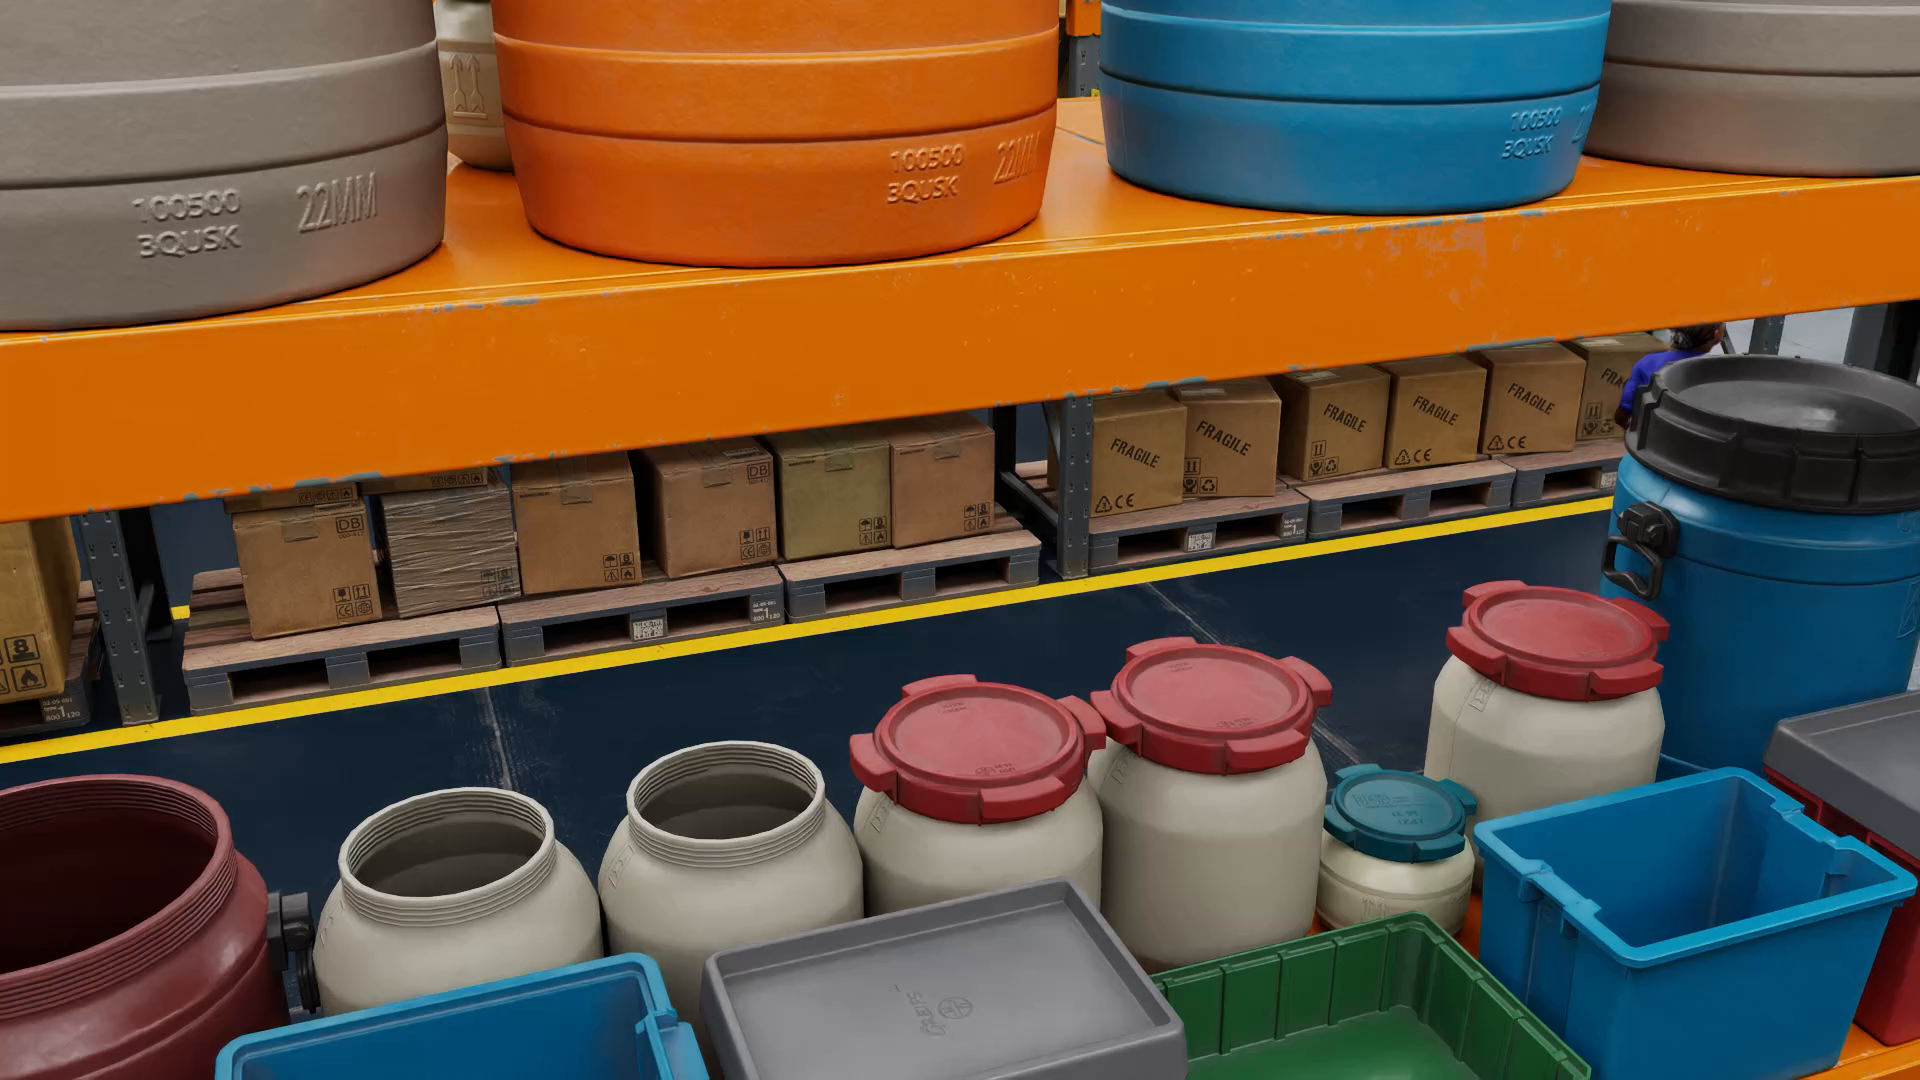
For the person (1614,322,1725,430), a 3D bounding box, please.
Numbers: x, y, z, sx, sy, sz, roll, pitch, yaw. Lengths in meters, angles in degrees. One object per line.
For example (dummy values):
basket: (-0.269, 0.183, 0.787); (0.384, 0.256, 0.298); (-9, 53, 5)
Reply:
person: (2.901, -0.208, 6.641); (0.476, 1.617, 0.594); (-15, 27, -31)
